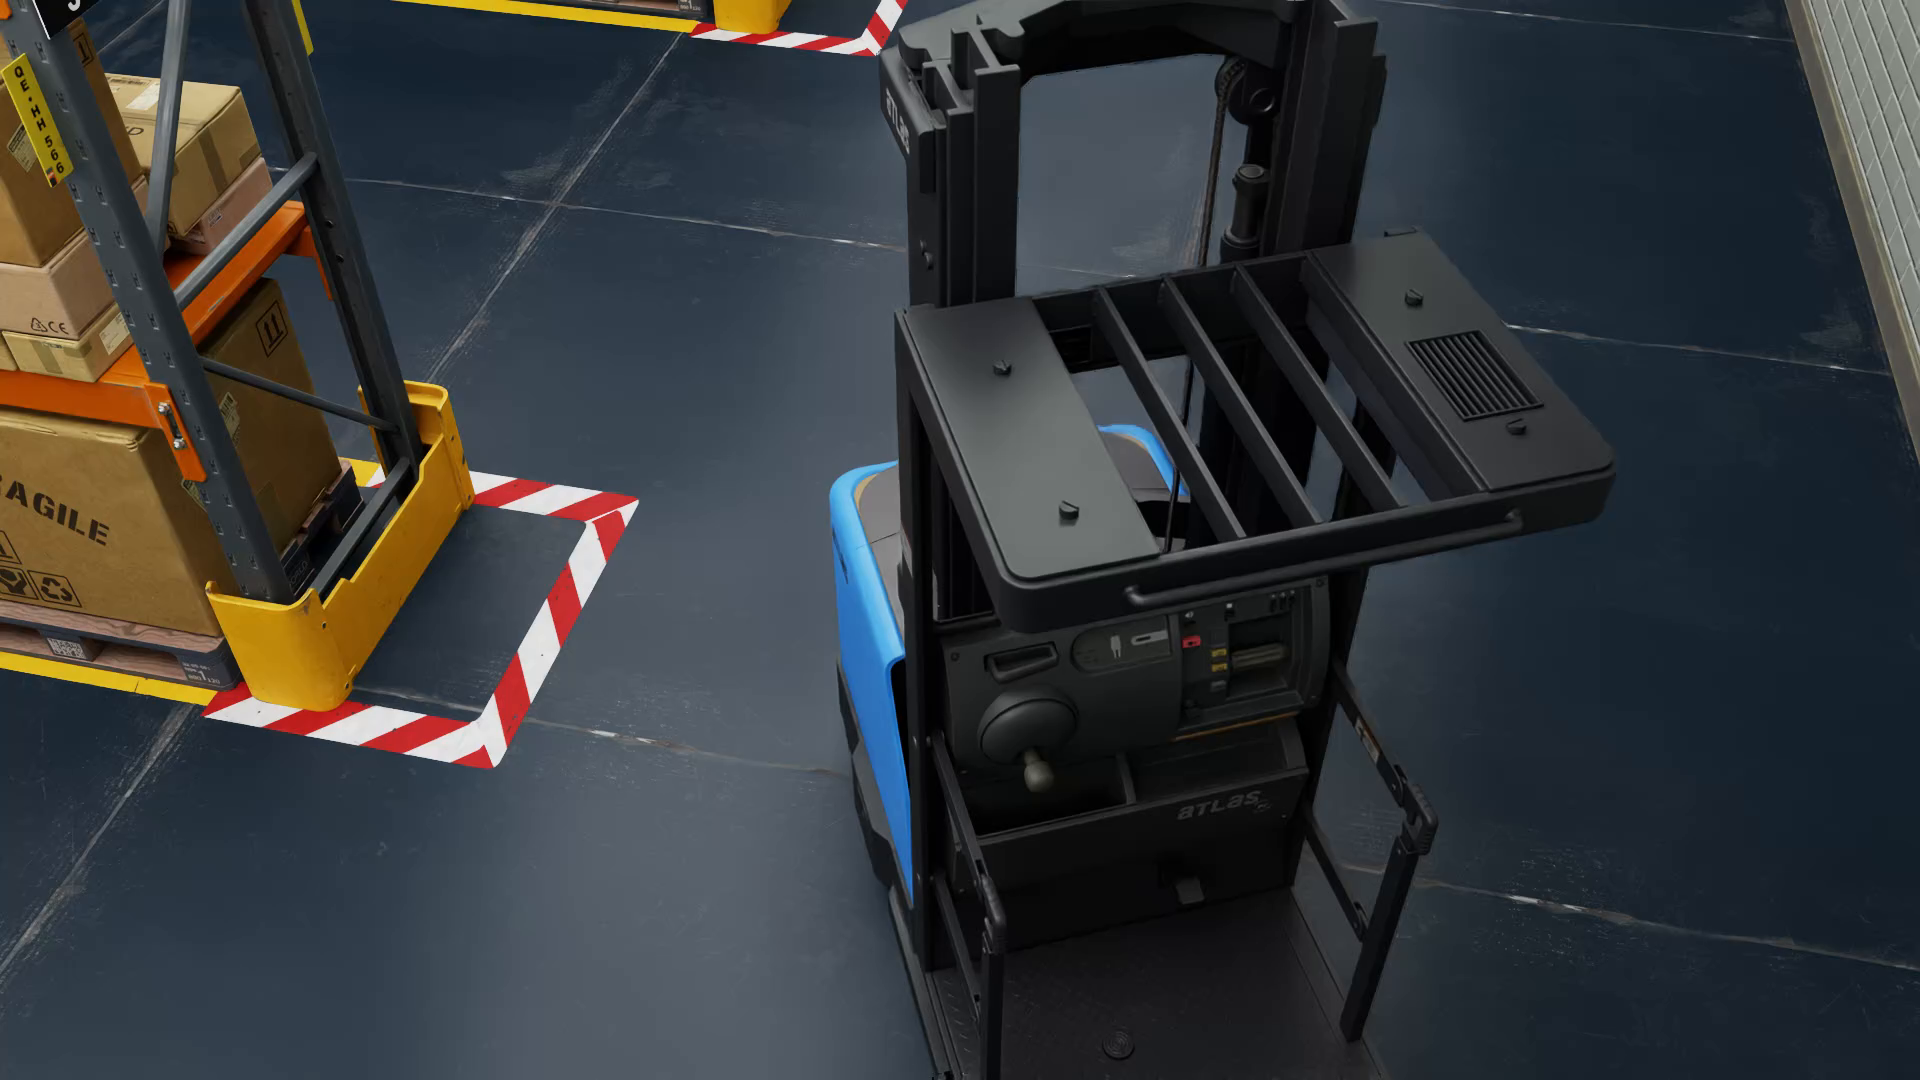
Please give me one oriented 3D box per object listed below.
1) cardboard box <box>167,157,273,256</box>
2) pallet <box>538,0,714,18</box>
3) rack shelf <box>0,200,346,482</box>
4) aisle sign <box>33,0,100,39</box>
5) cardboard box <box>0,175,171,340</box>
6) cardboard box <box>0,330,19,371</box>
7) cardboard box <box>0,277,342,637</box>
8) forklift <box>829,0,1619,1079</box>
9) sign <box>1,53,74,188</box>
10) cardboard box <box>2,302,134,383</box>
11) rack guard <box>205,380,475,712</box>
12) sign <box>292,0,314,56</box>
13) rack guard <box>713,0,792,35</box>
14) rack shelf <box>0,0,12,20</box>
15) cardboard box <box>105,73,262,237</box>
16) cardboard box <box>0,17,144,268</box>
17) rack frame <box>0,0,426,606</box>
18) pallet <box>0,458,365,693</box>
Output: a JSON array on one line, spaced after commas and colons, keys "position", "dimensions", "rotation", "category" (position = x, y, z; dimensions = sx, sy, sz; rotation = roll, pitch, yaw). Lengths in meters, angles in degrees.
[{"position": [-2.453, -1.100, 5.411], "dimensions": [0.250, 0.149, 0.380], "rotation": [9, 45, 10], "category": "cardboard box"}, {"position": [-1.893, -3.412, 9.642], "dimensions": [1.213, 0.211, 1.003], "rotation": [9, 45, 9], "category": "pallet"}, {"position": [-4.130, -0.957, 5.600], "dimensions": [4.000, 0.370, 1.077], "rotation": [9, 45, 9], "category": "rack shelf"}, {"position": [-2.174, -1.636, 3.912], "dimensions": [0.004, 0.787, 0.394], "rotation": [9, 45, 9], "category": "aisle sign"}, {"position": [-2.709, -0.860, 4.874], "dimensions": [0.500, 0.250, 0.500], "rotation": [8, 45, 8], "category": "cardboard box"}, {"position": [-2.852, -0.692, 4.987], "dimensions": [0.250, 0.149, 0.380], "rotation": [9, 45, 9], "category": "cardboard box"}, {"position": [-2.820, -0.342, 5.671], "dimensions": [0.875, 0.875, 0.875], "rotation": [9, 45, 9], "category": "cardboard box"}, {"position": [0.478, 0.414, 3.707], "dimensions": [1.130, 2.935, 3.031], "rotation": [-11, 45, -11], "category": "forklift"}, {"position": [-2.310, -1.051, 4.173], "dimensions": [0.005, 0.325, 0.100], "rotation": [9, 45, 9], "category": "sign"}, {"position": [-2.598, -0.654, 4.947], "dimensions": [0.250, 0.149, 0.380], "rotation": [10, 45, 10], "category": "cardboard box"}, {"position": [-2.155, -0.009, 5.899], "dimensions": [0.348, 0.500, 1.175], "rotation": [9, 45, 9], "category": "rack guard"}, {"position": [-2.051, -1.628, 5.097], "dimensions": [0.005, 0.325, 0.100], "rotation": [9, 45, 9], "category": "sign"}, {"position": [-1.070, -3.370, 9.390], "dimensions": [0.348, 0.500, 1.175], "rotation": [9, 45, 9], "category": "rack guard"}, {"position": [-4.130, -2.038, 4.560], "dimensions": [4.000, 0.370, 1.077], "rotation": [9, 45, 9], "category": "rack shelf"}, {"position": [-2.588, -1.222, 5.250], "dimensions": [0.500, 0.250, 0.500], "rotation": [8, 44, 8], "category": "cardboard box"}, {"position": [-2.711, -1.132, 4.616], "dimensions": [0.500, 0.500, 0.500], "rotation": [9, 45, 10], "category": "cardboard box"}, {"position": [-2.178, -0.913, 5.036], "dimensions": [0.127, 3.000, 1.000], "rotation": [9, 45, 9], "category": "rack frame"}, {"position": [-2.976, 0.023, 6.074], "dimensions": [1.213, 0.211, 1.003], "rotation": [9, 45, 9], "category": "pallet"}]
